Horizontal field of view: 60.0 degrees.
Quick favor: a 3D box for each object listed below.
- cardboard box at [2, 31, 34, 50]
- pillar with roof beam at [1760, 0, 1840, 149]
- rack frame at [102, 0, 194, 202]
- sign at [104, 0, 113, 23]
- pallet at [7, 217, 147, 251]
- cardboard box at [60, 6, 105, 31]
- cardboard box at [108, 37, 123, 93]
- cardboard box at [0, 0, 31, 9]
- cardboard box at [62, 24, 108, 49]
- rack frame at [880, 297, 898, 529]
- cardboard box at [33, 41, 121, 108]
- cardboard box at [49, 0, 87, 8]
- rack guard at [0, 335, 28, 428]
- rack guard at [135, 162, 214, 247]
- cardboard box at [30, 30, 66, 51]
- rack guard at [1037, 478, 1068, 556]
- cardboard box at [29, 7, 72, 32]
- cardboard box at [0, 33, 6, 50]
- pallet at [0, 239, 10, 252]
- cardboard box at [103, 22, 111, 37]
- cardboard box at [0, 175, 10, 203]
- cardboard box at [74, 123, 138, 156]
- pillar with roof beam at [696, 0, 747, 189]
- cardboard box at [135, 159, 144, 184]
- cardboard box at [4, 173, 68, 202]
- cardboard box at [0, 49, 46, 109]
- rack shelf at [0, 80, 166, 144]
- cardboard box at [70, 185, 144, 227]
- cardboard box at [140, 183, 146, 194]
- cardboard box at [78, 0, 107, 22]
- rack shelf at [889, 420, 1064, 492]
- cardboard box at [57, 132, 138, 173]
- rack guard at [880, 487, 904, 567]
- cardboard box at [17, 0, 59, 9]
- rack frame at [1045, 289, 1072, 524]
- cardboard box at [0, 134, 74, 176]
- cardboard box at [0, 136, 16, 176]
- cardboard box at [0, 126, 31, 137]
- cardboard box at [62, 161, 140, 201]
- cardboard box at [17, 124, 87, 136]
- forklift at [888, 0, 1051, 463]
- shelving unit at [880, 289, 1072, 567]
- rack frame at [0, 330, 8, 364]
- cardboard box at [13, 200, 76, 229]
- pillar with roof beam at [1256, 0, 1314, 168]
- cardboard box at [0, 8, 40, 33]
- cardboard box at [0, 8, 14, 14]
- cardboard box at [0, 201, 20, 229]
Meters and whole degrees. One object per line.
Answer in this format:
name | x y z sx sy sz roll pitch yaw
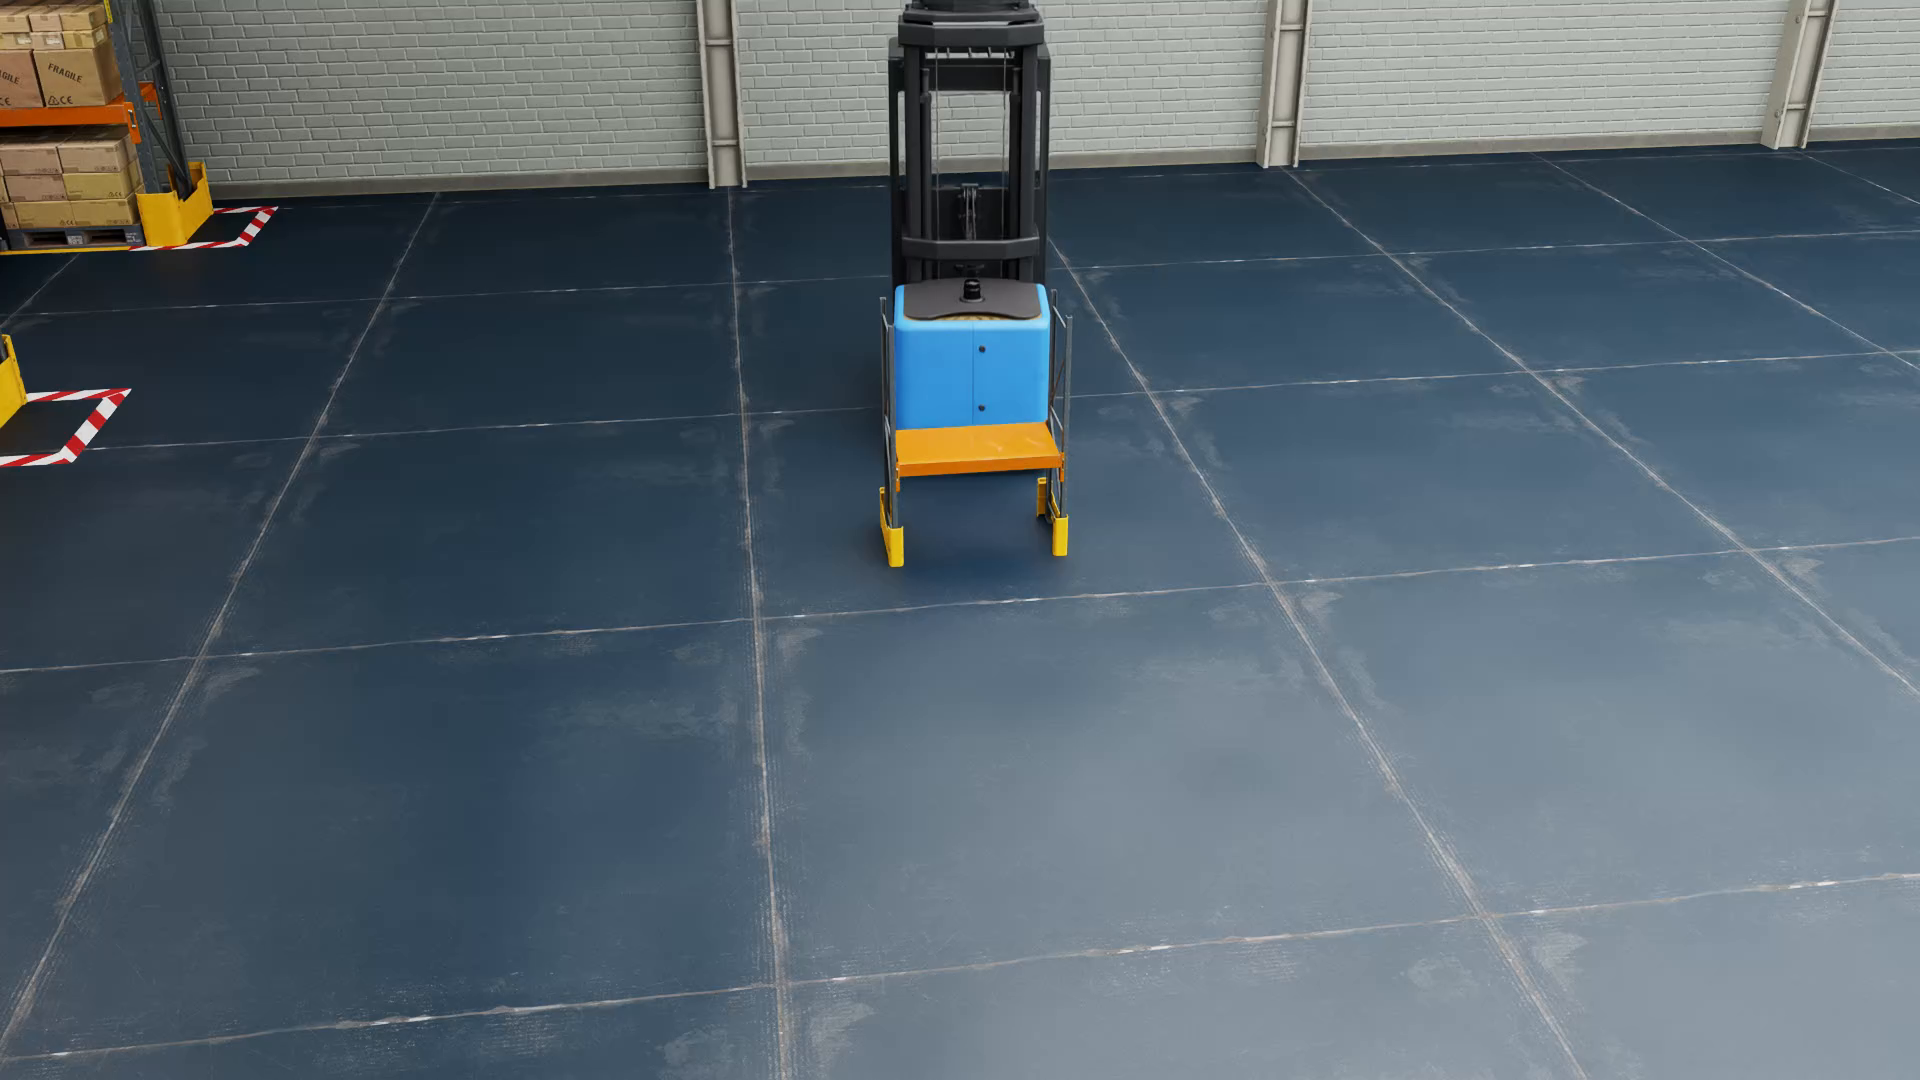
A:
cardboard box | -8.398 -4.521 14.954 0.250 0.149 0.380 -3 27 -6
pillar with roof beam | 10.029 -6.586 13.228 0.400 9.000 9.100 -4 27 -7
rack frame | -7.580 -4.355 15.451 0.127 3.000 1.000 -4 27 -7
sign | -7.518 -4.729 14.653 0.005 0.325 0.100 -4 27 -7
pallet | -8.331 -3.046 15.956 1.213 0.211 1.003 -4 27 -7
cardboard box | -7.905 -4.702 14.982 0.250 0.149 0.380 -4 27 -7
cardboard box | -8.109 -4.493 15.612 0.500 0.500 0.500 -3 27 -5
cardboard box | -8.713 -4.862 15.293 0.250 0.149 0.380 -4 27 -7
cardboard box | -7.884 -4.539 14.990 0.250 0.149 0.380 -3 27 -6
rack frame | -0.419 -0.640 9.855 0.032 1.500 0.500 -4 27 -7
cardboard box | -8.030 -4.249 15.136 0.500 0.500 0.500 -4 27 -8
cardboard box | -8.214 -4.907 15.381 0.250 0.149 0.380 -3 27 -5
rack guard | -6.960 -0.994 11.640 0.348 0.500 1.175 -4 27 -7
rack guard | -7.556 -3.244 16.025 0.348 0.500 1.175 -4 27 -7
cardboard box | -8.133 -4.509 14.932 0.250 0.149 0.380 -3 27 -6
rack guard | 0.569 -0.148 10.264 0.087 0.250 0.587 -4 27 -7
cardboard box | -8.145 -4.672 14.924 0.250 0.149 0.380 -4 27 -7
cardboard box | -8.645 -4.510 14.934 0.250 0.149 0.380 -4 27 -7
pallet | -9.537 -2.970 15.808 1.213 0.211 1.003 -4 27 -7
cardboard box | -7.952 -4.783 15.467 0.250 0.149 0.380 -4 27 -8
cardboard box | -9.025 -3.299 15.398 0.500 0.250 0.500 -4 27 -8
cardboard box | -8.082 -3.818 15.862 0.500 0.250 0.500 -4 27 -8
pillar with roof beam | -1.854 -5.822 11.740 0.400 9.000 9.100 -4 27 -7
cardboard box | -8.074 -3.605 15.993 0.500 0.250 0.500 -3 27 -6
cardboard box | -8.516 -3.341 15.480 0.500 0.250 0.500 -4 27 -8
cardboard box | -8.546 -4.220 15.080 0.500 0.500 0.500 -3 27 -5
rack shelf | -9.560 -3.907 15.367 4.000 0.370 1.077 -4 27 -7
cardboard box | -8.001 -3.145 15.646 0.500 0.250 0.500 -3 27 -7
cardboard box | -8.093 -3.375 16.094 0.500 0.250 0.500 -4 27 -7
cardboard box | -7.942 -4.895 15.359 0.250 0.149 0.380 -4 27 -8
rack shelf | 0.084 -0.513 10.000 1.000 0.185 0.538 -4 27 -7
cardboard box | -7.992 -3.593 15.423 0.500 0.250 0.500 -3 27 -5
rack guard | -0.418 -0.084 10.141 0.087 0.250 0.587 -4 27 -7
cardboard box | -8.465 -4.871 15.311 0.250 0.149 0.380 -3 27 -6
rack frame | 0.588 -0.705 9.981 0.032 1.500 0.500 -4 27 -7
cardboard box | -8.497 -3.558 15.354 0.500 0.250 0.500 -3 27 -6
cardboard box | -8.995 -3.521 15.283 0.500 0.250 0.500 -3 27 -6
cardboard box | -9.073 -3.758 15.744 0.500 0.250 0.500 -4 27 -7
cardboard box | -8.018 -3.368 15.533 0.500 0.250 0.500 -4 27 -8
cardboard box | -8.576 -3.785 15.797 0.500 0.250 0.500 -4 27 -7
forklift | 0.057 -2.410 11.736 1.130 2.935 3.031 -1 27 -1
shelving unit | 0.075 -0.672 9.917 1.083 1.500 0.587 -4 27 -7
rack frame | -6.885 -2.111 11.078 0.127 3.000 1.000 -4 27 -7
cardboard box | -8.495 -3.118 15.593 0.500 0.250 0.500 -4 27 -7
pillar with roof beam | 4.088 -6.204 12.484 0.400 9.000 9.100 -4 27 -7
cardboard box | -8.400 -4.643 14.868 0.250 0.149 0.380 -3 27 -6
cardboard box | -8.657 -4.661 14.903 0.250 0.149 0.380 -4 27 -7
cardboard box | -8.991 -3.090 15.539 0.500 0.250 0.500 -3 27 -7
